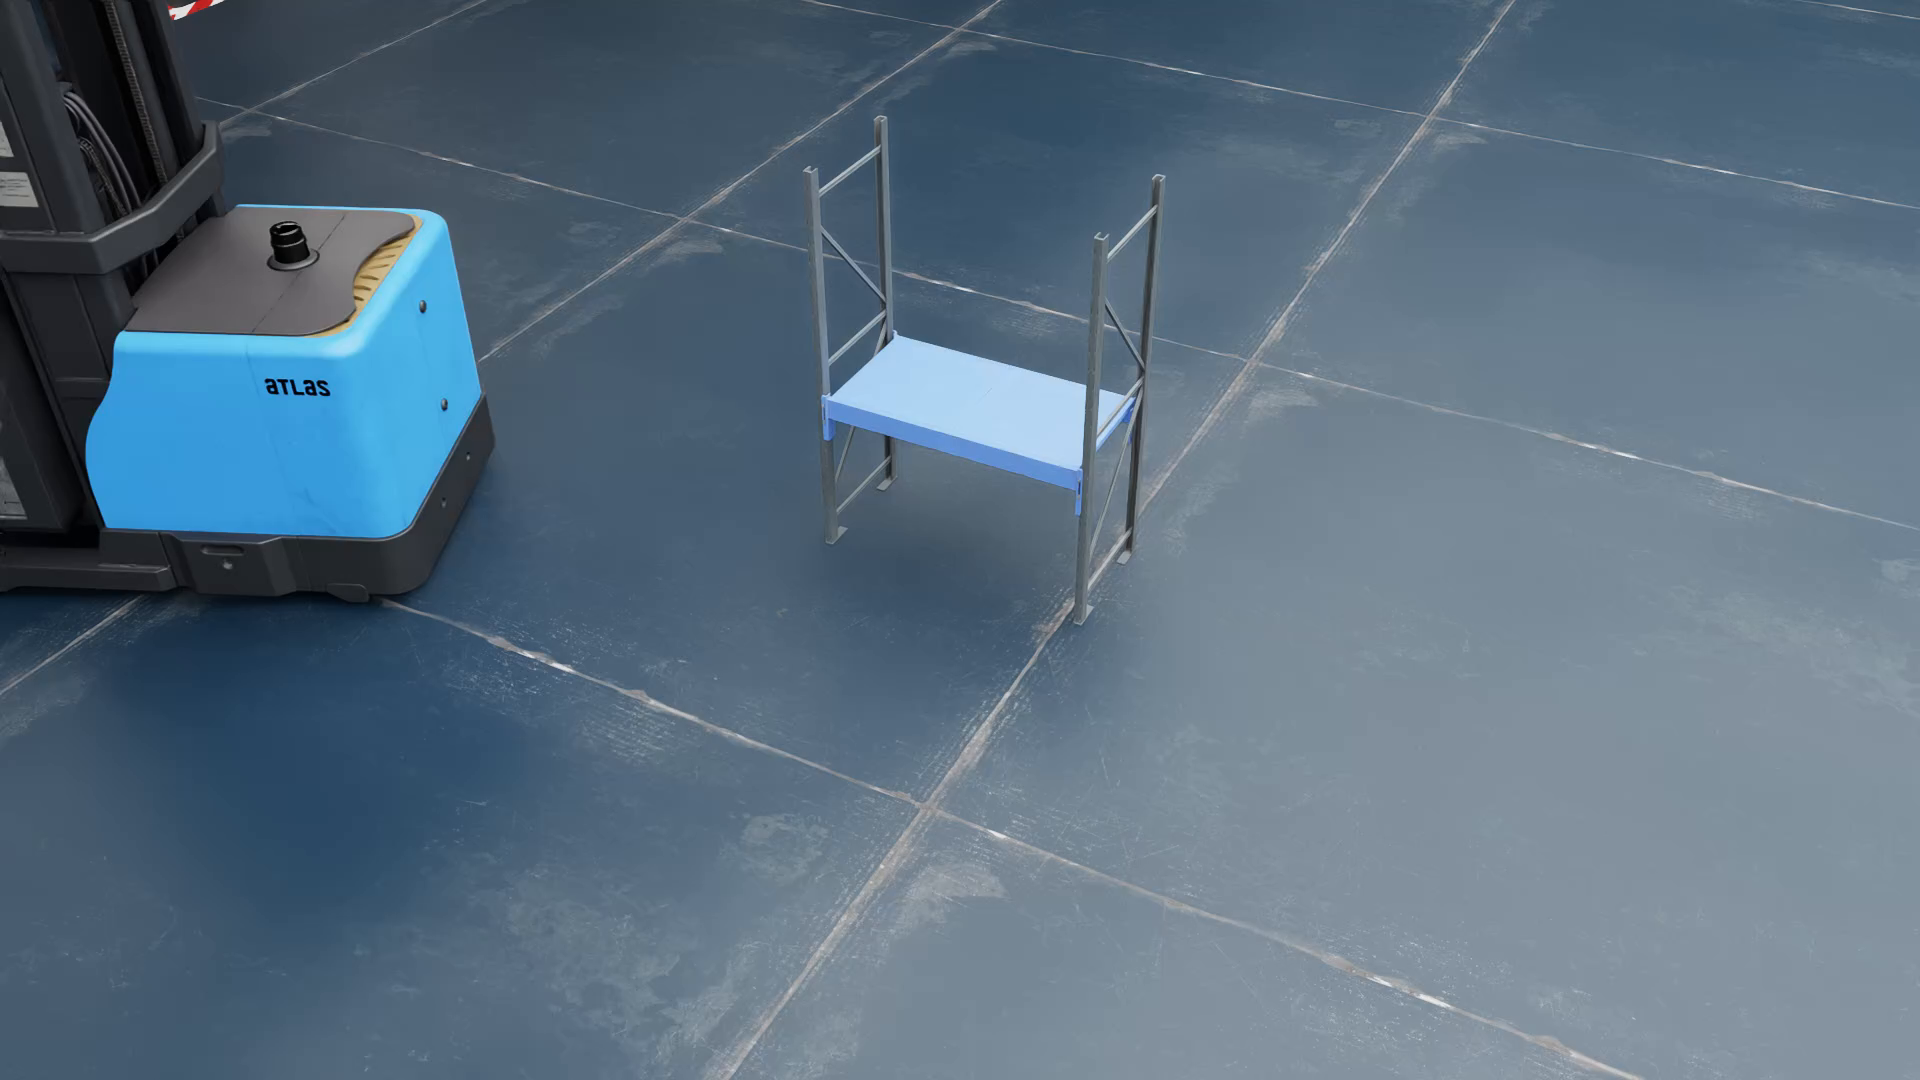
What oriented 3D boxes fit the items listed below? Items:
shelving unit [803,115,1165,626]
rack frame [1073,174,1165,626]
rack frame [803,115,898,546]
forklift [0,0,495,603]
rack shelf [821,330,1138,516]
[{"bbox_3d":[0.076,-0.574,5.765,1.048,1.500,0.538,17,41,21],"label":"shelving unit"},{"bbox_3d":[0.527,-0.432,5.579,0.032,1.500,0.500,17,41,21],"label":"rack frame"},{"bbox_3d":[-0.376,-0.715,5.952,0.032,1.500,0.500,17,41,21],"label":"rack frame"},{"bbox_3d":[-3.391,-1.287,5.521,3.031,2.935,1.130,2,37,3],"label":"forklift"},{"bbox_3d":[0.076,-0.430,5.874,1.000,0.185,0.538,17,41,21],"label":"rack shelf"}]
